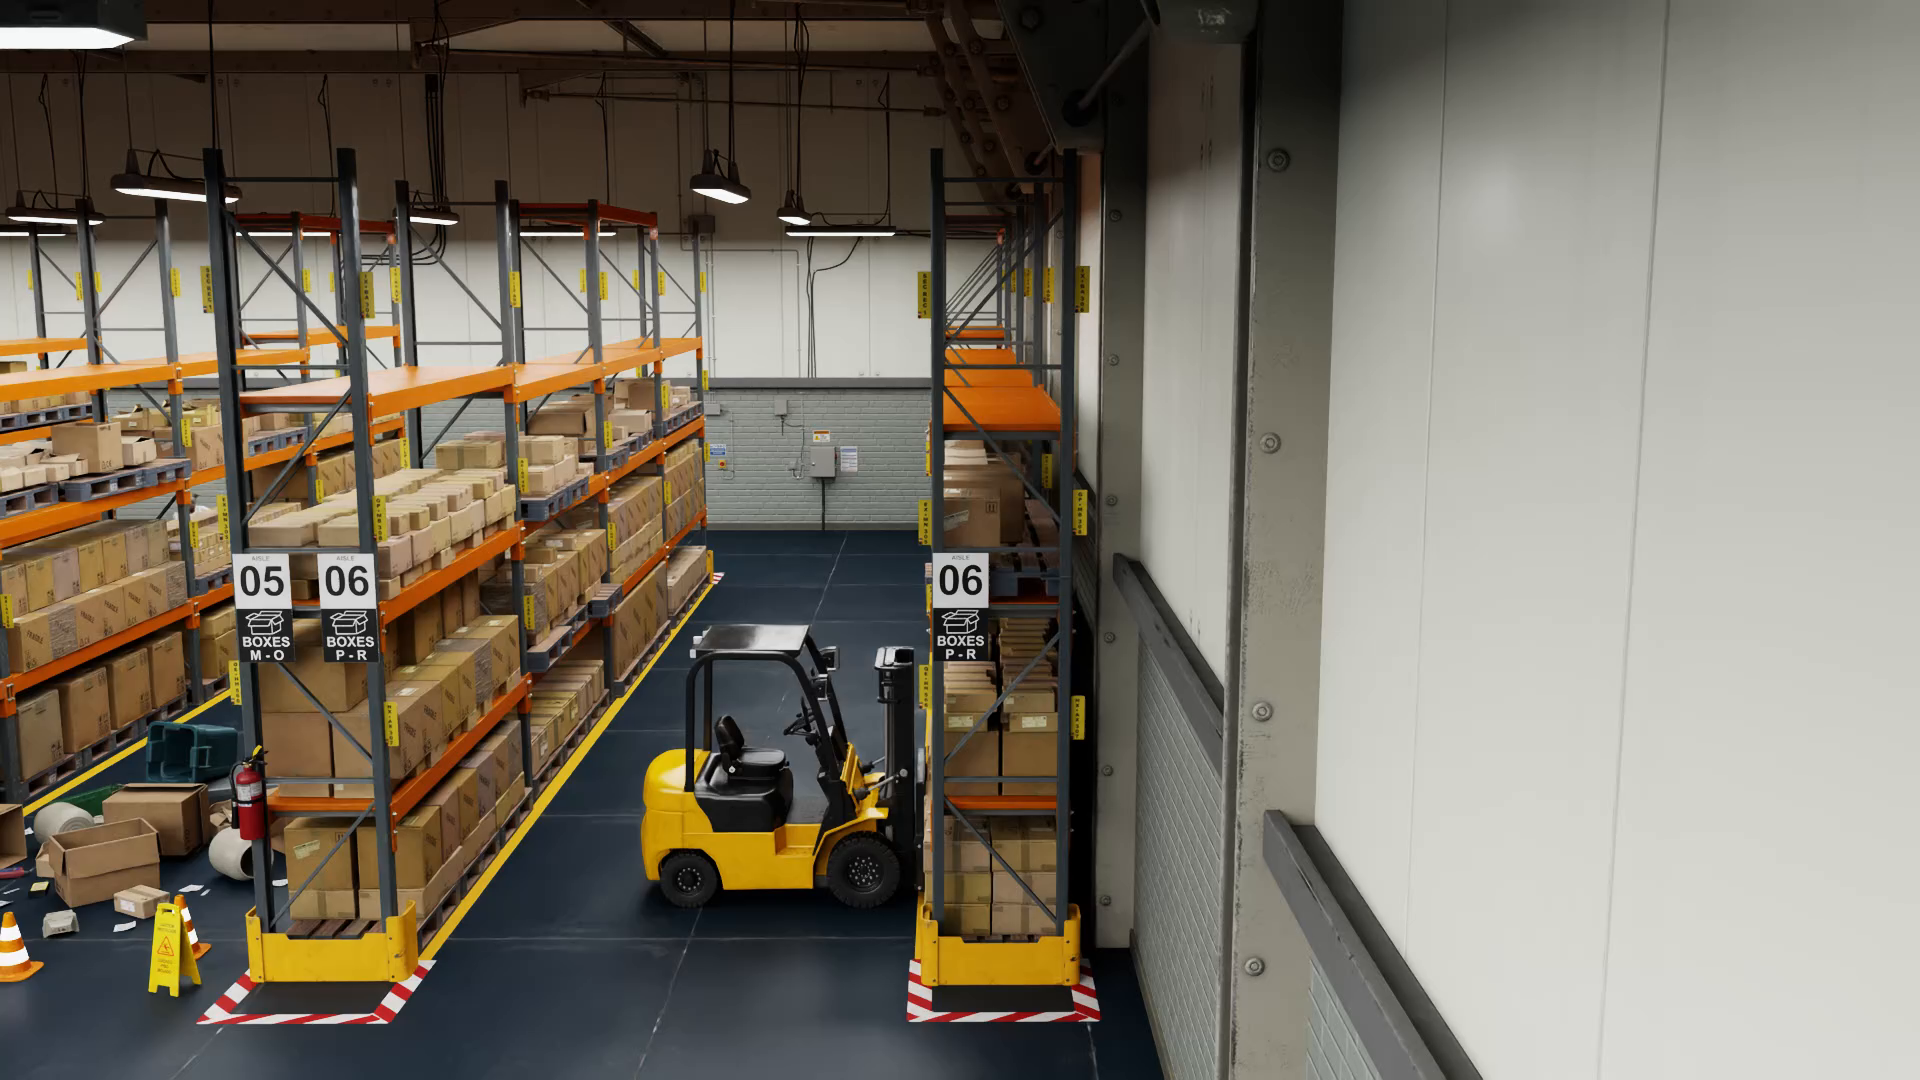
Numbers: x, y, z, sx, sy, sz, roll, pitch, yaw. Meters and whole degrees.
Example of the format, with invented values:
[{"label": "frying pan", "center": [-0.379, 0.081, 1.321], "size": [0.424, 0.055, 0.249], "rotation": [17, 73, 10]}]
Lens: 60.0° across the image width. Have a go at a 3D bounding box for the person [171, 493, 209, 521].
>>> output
[{"label": "person", "center": [-12.425, 0.026, 27.057], "size": [0.606, 1.674, 0.732], "rotation": [1, 9, 8]}]
